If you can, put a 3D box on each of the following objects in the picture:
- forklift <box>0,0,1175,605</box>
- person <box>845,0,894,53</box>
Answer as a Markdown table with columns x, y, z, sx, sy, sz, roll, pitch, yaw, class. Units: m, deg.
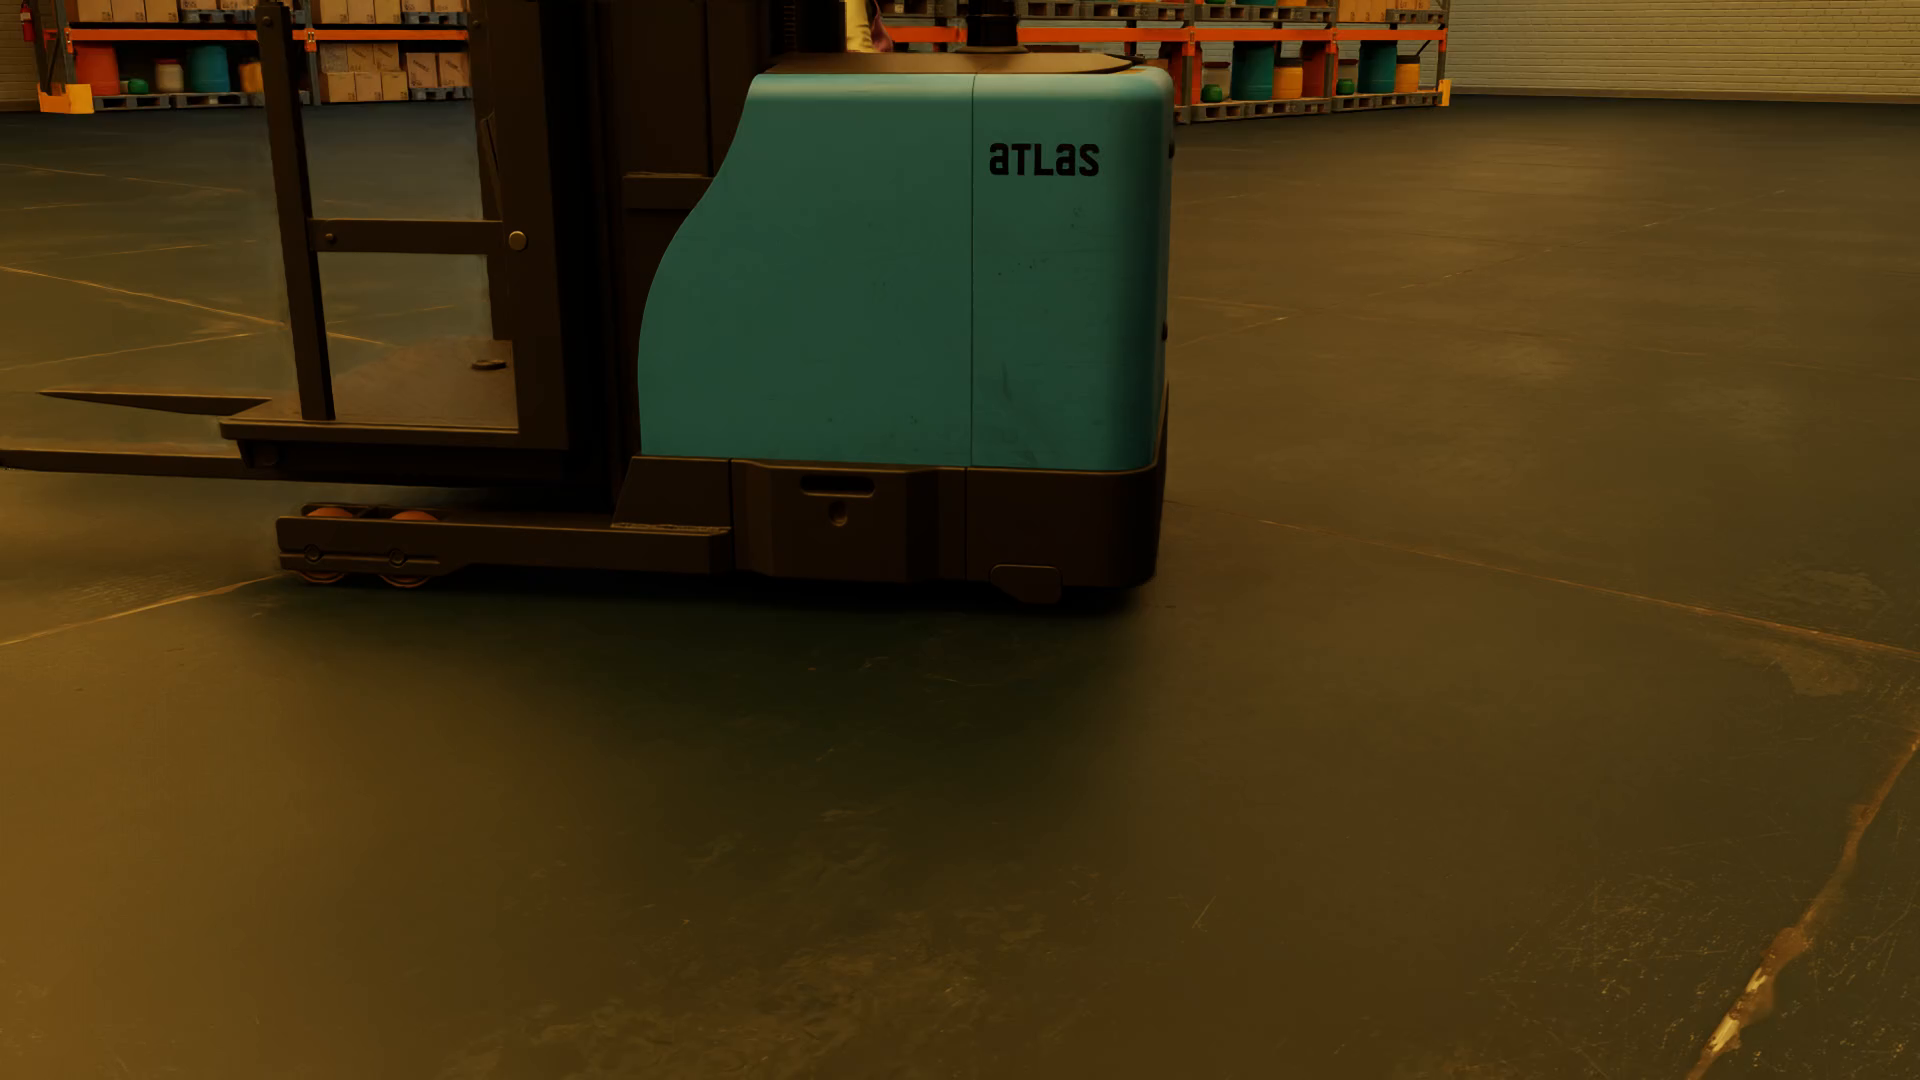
| x | y | z | sx | sy | sz | roll | pitch | yaw | class |
| --- | --- | --- | --- | --- | --- | --- | --- | --- | --- |
| -1.035 | -1.447 | 3.661 | 3.031 | 2.935 | 1.130 | 2 | 17 | 8 | forklift |
| -0.275 | -1.336 | 5.771 | 0.600 | 1.546 | 0.656 | -7 | 18 | -21 | person |
